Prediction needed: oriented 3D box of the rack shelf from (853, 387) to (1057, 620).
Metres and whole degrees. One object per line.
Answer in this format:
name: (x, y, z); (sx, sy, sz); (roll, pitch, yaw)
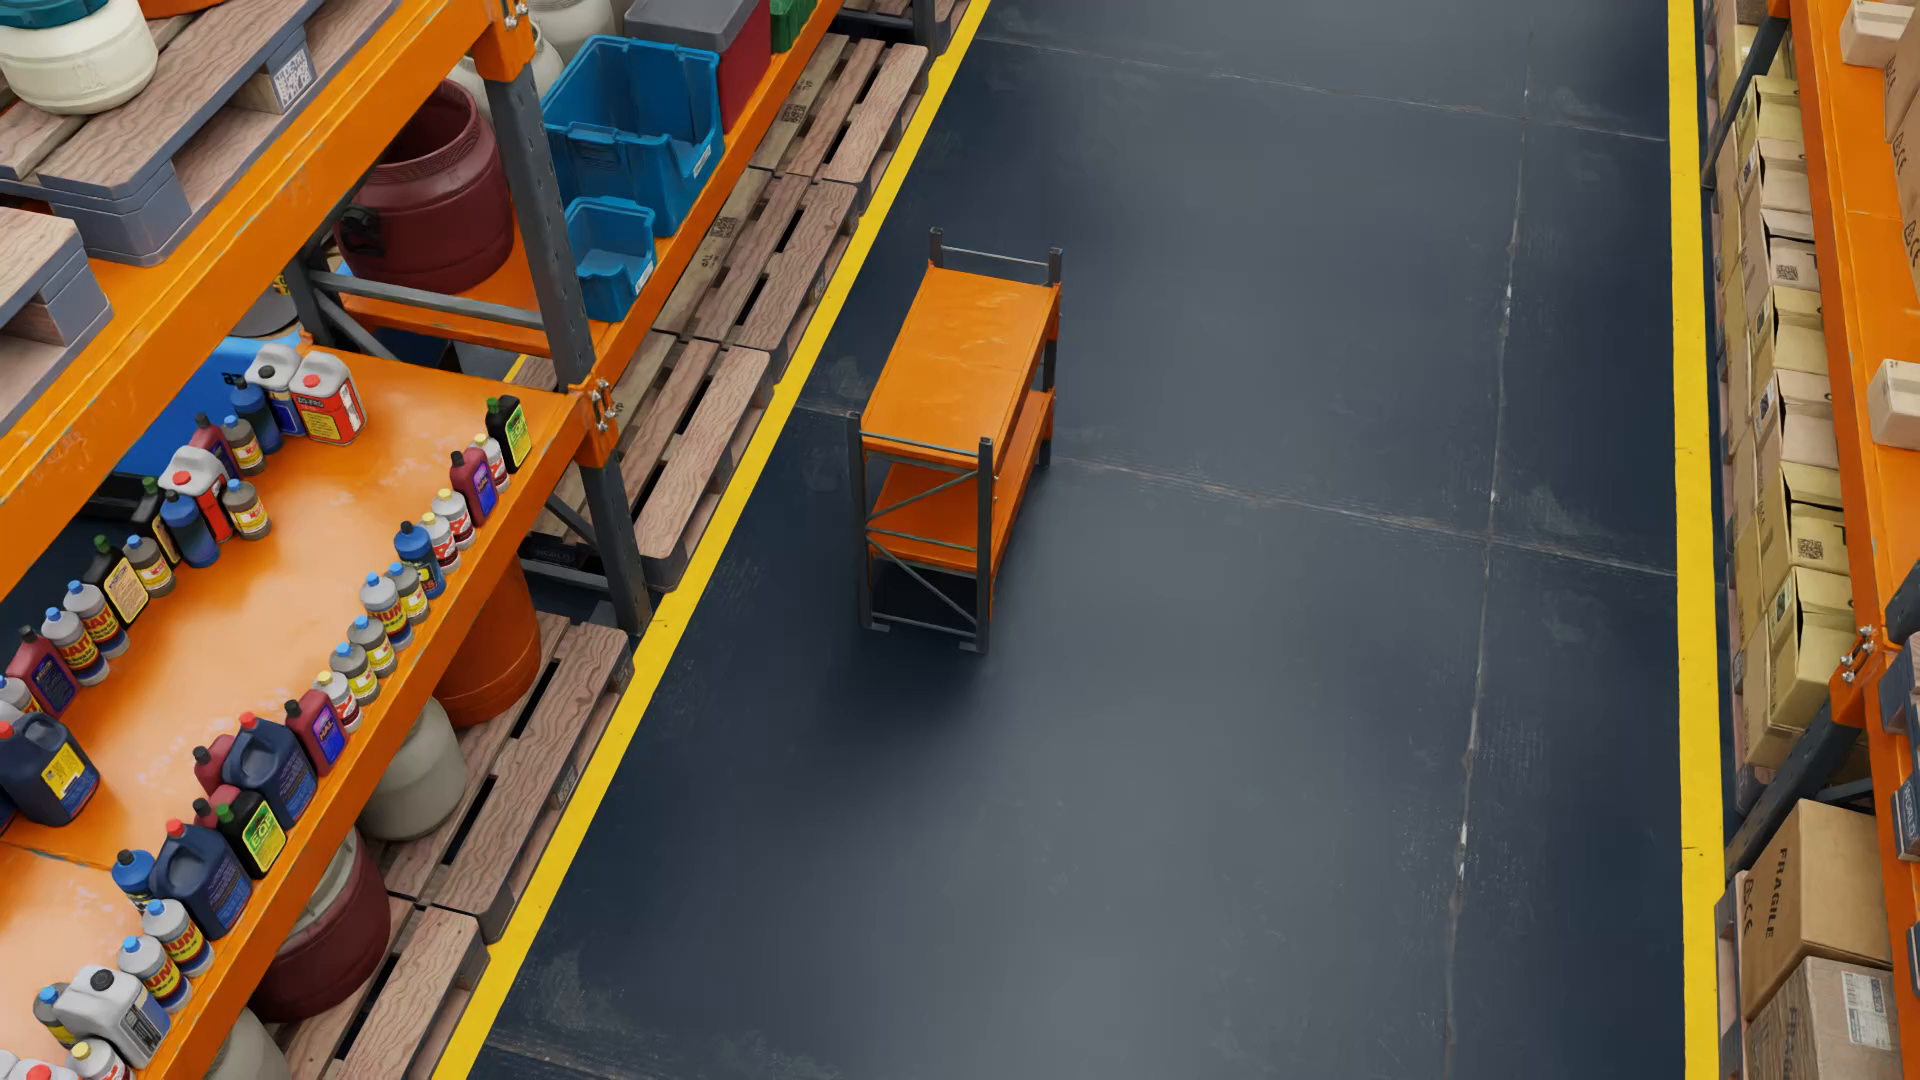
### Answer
rack shelf: (-0.002, -0.206, 6.426); (0.538, 0.278, 1.000); (12, 50, 10)

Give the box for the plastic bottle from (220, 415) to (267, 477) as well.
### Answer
plastic bottle: (-2.190, -0.296, 5.062); (0.097, 0.201, 0.097); (0, 49, 0)

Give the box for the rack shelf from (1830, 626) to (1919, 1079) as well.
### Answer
rack shelf: (2.570, 1.905, 3.466); (1.077, 0.370, 4.000); (12, 50, 10)

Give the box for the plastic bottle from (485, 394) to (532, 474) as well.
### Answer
plastic bottle: (-1.376, -0.344, 5.050); (0.061, 0.283, 0.133); (12, 50, 10)

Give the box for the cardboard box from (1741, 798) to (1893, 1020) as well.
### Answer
cardboard box: (2.701, 1.175, 5.005); (0.500, 0.500, 0.500); (13, 50, 12)

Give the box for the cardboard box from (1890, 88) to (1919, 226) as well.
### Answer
cardboard box: (3.661, -1.410, 5.846); (0.500, 0.500, 0.500); (12, 50, 10)

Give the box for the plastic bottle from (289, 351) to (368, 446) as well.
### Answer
plastic bottle: (-1.960, -0.439, 5.139); (0.152, 0.276, 0.135); (12, 50, 10)

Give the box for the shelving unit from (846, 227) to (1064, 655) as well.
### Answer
shelving unit: (-0.002, -0.367, 6.243); (0.538, 1.125, 1.048); (12, 50, 10)

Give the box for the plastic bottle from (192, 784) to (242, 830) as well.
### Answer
plastic bottle: (-1.820, 0.701, 4.128); (0.061, 0.283, 0.133); (12, 50, 10)

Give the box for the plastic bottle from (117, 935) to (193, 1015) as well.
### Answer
plastic bottle: (-1.883, 1.001, 3.871); (0.097, 0.271, 0.097); (0, 49, 0)

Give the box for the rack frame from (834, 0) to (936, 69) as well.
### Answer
rack frame: (-0.629, -3.653, 7.892); (1.000, 3.000, 0.127); (12, 50, 10)

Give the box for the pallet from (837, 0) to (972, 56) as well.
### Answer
pallet: (-0.412, -3.208, 9.359); (1.003, 0.211, 1.213); (12, 50, 10)

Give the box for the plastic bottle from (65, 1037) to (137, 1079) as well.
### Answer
plastic bottle: (-1.944, 1.192, 3.749); (0.097, 0.201, 0.097); (0, 49, 0)

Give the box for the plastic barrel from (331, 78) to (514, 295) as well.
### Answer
plastic barrel: (-1.851, -1.200, 5.637); (0.600, 0.536, 0.708); (12, 50, 10)

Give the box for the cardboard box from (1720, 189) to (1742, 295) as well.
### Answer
cardboard box: (3.668, -1.289, 7.360); (0.500, 0.250, 0.500); (13, 50, 11)

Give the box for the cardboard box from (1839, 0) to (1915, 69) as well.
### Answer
cardboard box: (3.719, -1.989, 6.591); (0.380, 0.149, 0.250); (12, 50, 10)

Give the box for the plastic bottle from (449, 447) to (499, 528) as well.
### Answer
plastic bottle: (-1.437, -0.177, 4.902); (0.061, 0.283, 0.133); (12, 50, 10)

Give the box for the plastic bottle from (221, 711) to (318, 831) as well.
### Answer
plastic bottle: (-1.759, 0.567, 4.200); (0.144, 0.351, 0.185); (12, 50, 10)

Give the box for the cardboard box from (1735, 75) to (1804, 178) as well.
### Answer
cardboard box: (3.800, -1.837, 7.470); (0.500, 0.311, 0.500); (12, 50, 10)

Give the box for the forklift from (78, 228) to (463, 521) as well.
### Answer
forklift: (-3.705, -1.478, 6.018); (3.031, 2.935, 1.130); (8, 49, 7)

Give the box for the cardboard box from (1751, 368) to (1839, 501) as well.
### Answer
cardboard box: (3.263, -0.363, 6.169); (0.500, 0.311, 0.500); (11, 50, 10)

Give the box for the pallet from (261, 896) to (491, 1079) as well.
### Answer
pallet: (-2.172, 1.621, 5.097); (1.003, 0.211, 1.213); (12, 50, 10)

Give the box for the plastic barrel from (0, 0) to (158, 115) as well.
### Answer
plastic barrel: (-1.822, -1.041, 3.398); (0.301, 0.262, 0.301); (0, 49, 0)

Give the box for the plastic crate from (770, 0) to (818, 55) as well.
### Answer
plastic crate: (-0.815, -2.267, 6.811); (0.450, 0.188, 0.662); (12, 50, 10)

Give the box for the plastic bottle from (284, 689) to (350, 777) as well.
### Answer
plastic bottle: (-1.677, 0.483, 4.320); (0.061, 0.283, 0.133); (12, 50, 10)

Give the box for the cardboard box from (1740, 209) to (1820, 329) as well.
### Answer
cardboard box: (3.528, -1.102, 6.820); (0.500, 0.311, 0.500); (10, 49, 9)

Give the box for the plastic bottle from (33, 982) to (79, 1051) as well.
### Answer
plastic bottle: (-2.065, 1.091, 3.838); (0.097, 0.201, 0.097); (0, 49, 0)

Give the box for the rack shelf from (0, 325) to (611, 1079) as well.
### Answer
rack shelf: (-2.208, 0.925, 4.331); (1.077, 0.370, 4.000); (12, 50, 10)

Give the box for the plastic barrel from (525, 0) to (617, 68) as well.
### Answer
plastic barrel: (-1.506, -1.887, 6.259); (0.421, 0.512, 0.421); (0, 49, 0)

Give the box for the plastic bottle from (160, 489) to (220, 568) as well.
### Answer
plastic bottle: (-2.227, -0.043, 4.792); (0.097, 0.271, 0.097); (0, 49, 0)

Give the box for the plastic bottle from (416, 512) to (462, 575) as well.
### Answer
plastic bottle: (-1.511, 0.000, 4.801); (0.097, 0.201, 0.097); (0, 49, 0)

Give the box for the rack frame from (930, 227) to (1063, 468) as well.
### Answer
rack frame: (0.132, -0.735, 6.567); (0.500, 1.125, 0.032); (12, 50, 10)

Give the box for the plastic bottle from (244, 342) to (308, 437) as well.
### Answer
plastic bottle: (-2.107, -0.469, 5.165); (0.152, 0.276, 0.135); (12, 50, 10)

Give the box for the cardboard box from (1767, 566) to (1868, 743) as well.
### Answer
cardboard box: (2.997, 0.379, 5.514); (0.500, 0.311, 0.500); (13, 50, 11)

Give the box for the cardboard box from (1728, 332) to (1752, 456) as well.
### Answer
cardboard box: (3.400, -0.546, 6.704); (0.500, 0.250, 0.500); (12, 50, 11)

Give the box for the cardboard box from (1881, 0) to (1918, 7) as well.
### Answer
cardboard box: (4.062, -2.258, 6.761); (0.500, 0.250, 0.500); (14, 50, 12)

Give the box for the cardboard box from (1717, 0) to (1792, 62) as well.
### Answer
cardboard box: (4.201, -2.640, 8.552); (0.500, 0.250, 0.500); (12, 50, 10)

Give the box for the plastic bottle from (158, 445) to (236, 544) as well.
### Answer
plastic bottle: (-2.229, -0.135, 4.870); (0.152, 0.276, 0.135); (12, 50, 10)

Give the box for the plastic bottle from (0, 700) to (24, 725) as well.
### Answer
plastic bottle: (-2.472, 0.534, 4.280); (0.152, 0.276, 0.135); (12, 50, 10)

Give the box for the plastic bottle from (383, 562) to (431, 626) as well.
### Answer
plastic bottle: (-1.562, 0.141, 4.676); (0.097, 0.201, 0.097); (0, 49, 0)

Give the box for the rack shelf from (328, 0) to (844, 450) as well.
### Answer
rack shelf: (-1.155, -1.968, 6.885); (1.077, 0.370, 4.000); (12, 50, 10)

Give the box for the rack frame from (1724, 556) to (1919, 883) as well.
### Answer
rack frame: (3.096, 0.221, 4.473); (1.000, 3.000, 0.127); (12, 50, 10)

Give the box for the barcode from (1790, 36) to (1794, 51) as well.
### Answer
barcode: (3.680, -2.206, 7.349); (0.001, 0.075, 0.075); (12, 50, 10)

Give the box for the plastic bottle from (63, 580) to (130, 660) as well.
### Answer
plastic bottle: (-2.382, 0.209, 4.570); (0.097, 0.271, 0.097); (0, 49, 0)

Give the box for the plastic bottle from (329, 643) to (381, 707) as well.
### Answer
plastic bottle: (-1.639, 0.352, 4.490); (0.097, 0.201, 0.097); (0, 49, 0)

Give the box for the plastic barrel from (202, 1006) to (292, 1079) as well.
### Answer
plastic barrel: (-2.153, 1.525, 4.702); (0.421, 0.512, 0.421); (0, 49, 0)

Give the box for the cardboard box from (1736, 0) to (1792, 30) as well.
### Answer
cardboard box: (4.203, -2.888, 8.271); (0.500, 0.500, 0.500); (12, 50, 10)

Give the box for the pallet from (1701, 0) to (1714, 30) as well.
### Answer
pallet: (4.718, -3.202, 9.354); (1.003, 0.211, 1.213); (12, 50, 10)

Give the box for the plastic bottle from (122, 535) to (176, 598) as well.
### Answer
plastic bottle: (-2.321, 0.065, 4.743); (0.097, 0.201, 0.097); (0, 49, 0)

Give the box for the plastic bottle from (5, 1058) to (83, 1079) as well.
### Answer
plastic bottle: (-2.001, 1.245, 3.652); (0.152, 0.276, 0.135); (12, 50, 10)

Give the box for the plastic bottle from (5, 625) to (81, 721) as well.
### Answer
plastic bottle: (-2.455, 0.355, 4.433); (0.061, 0.283, 0.133); (12, 50, 10)

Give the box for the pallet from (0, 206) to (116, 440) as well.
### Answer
pallet: (-2.326, -0.204, 2.973); (1.003, 0.211, 1.213); (12, 50, 10)

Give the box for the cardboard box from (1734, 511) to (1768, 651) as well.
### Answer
cardboard box: (3.132, 0.189, 6.055); (0.500, 0.250, 0.500); (11, 49, 10)

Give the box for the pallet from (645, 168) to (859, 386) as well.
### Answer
pallet: (-1.117, -1.269, 7.648); (1.003, 0.211, 1.213); (12, 50, 10)

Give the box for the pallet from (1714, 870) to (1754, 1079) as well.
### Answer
pallet: (2.863, 1.676, 5.049); (1.003, 0.211, 1.213); (12, 50, 10)

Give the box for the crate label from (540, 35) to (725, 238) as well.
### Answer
crate label: (-1.159, -1.436, 5.912); (0.502, 0.435, 0.616); (12, 50, 10)

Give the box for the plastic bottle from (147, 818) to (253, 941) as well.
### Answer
plastic bottle: (-1.843, 0.797, 3.997); (0.144, 0.351, 0.185); (12, 50, 10)

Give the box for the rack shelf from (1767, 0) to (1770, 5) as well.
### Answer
rack shelf: (4.676, -3.881, 8.573); (1.077, 0.370, 4.000); (12, 50, 10)

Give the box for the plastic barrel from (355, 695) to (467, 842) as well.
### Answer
plastic barrel: (-1.856, 0.708, 5.423); (0.421, 0.512, 0.421); (0, 49, 0)

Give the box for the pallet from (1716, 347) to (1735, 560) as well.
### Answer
pallet: (3.674, -0.324, 6.814); (1.003, 0.211, 1.213); (12, 50, 10)
